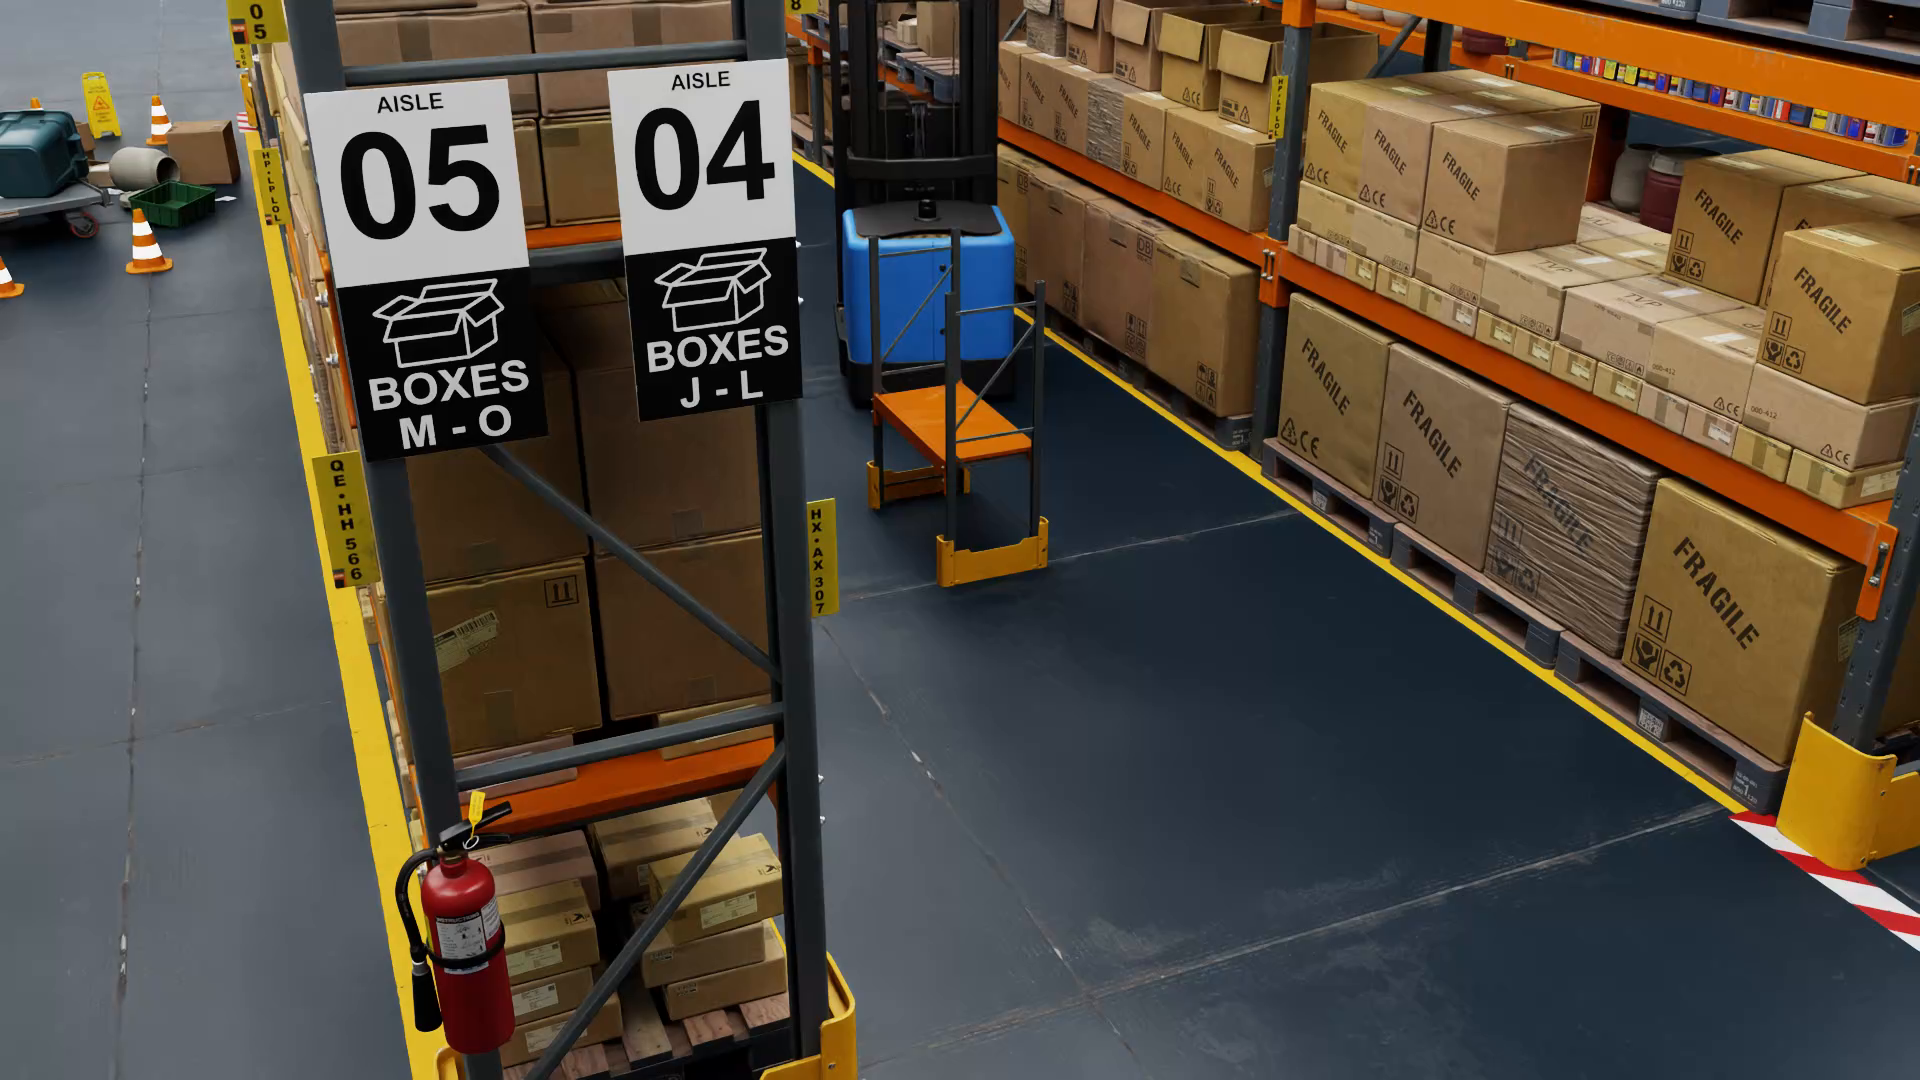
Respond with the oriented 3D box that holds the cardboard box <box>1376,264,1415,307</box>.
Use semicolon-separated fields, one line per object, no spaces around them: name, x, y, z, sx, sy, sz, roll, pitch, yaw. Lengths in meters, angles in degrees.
cardboard box;2.298;-1.287;8.253;0.380;0.149;0.250;-11;28;-22

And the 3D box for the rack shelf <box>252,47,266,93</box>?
rack shelf;-3.210;-2.915;8.703;1.077;0.370;4.000;-11;28;-21

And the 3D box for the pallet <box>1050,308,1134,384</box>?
pallet;1.324;-1.433;11.445;1.003;0.211;1.213;-11;28;-21

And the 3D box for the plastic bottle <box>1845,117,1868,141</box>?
plastic bottle;6.150;-2.882;11.367;0.061;0.283;0.133;-11;28;-21

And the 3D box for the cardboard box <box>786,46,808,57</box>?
cardboard box;-1.800;-5.058;18.061;0.500;0.500;0.500;-8;27;-16

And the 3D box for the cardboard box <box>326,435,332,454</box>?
cardboard box;-2.948;-0.404;8.529;0.500;0.500;0.500;-11;28;-22

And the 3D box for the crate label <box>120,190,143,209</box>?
crate label;-7.296;-3.021;14.781;0.250;0.136;0.298;13;29;24

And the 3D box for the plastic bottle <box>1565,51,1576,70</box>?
plastic bottle;5.060;-4.021;13.713;0.097;0.271;0.097;0;26;0

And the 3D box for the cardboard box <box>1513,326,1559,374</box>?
cardboard box;2.702;-0.871;7.401;0.380;0.149;0.250;-10;28;-20

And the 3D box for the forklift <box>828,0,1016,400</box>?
forklift;-0.321;-2.805;11.153;1.130;2.935;3.031;-3;26;-6

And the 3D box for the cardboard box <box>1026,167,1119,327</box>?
cardboard box;1.203;-2.100;11.575;1.225;0.875;0.875;-10;28;-20

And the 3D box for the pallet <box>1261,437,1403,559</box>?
pallet;2.402;-0.321;9.167;1.003;0.211;1.213;-11;28;-21

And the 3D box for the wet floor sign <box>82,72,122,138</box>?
wet floor sign;-8.959;-4.541;17.315;0.267;0.644;0.232;-16;30;-29

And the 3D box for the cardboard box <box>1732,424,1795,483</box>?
cardboard box;3.197;-0.359;6.352;0.380;0.149;0.250;-10;28;-20

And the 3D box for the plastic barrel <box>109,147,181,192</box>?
plastic barrel;-7.415;-3.349;15.127;0.512;0.421;0.421;8;27;15

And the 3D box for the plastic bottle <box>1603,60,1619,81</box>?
plastic bottle;5.231;-3.829;13.306;0.061;0.283;0.133;-11;28;-21

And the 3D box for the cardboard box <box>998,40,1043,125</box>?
cardboard box;0.550;-3.311;11.999;0.500;0.500;0.500;-10;28;-19

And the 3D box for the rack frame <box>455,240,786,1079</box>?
rack frame;-0.857;0.531;4.243;0.949;2.616;0.053;-11;28;-21

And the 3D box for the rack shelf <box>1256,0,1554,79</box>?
rack shelf;4.384;-4.844;16.073;1.077;0.370;4.000;-11;28;-21

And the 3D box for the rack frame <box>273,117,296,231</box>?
rack frame;-2.427;-1.083;7.549;1.000;3.000;0.127;-11;28;-21

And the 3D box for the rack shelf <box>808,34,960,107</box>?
rack shelf;-0.173;-3.993;14.330;1.077;0.370;4.000;-11;28;-21

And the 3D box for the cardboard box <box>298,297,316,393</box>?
cardboard box;-3.751;-1.231;10.224;0.500;0.500;0.500;-10;28;-20

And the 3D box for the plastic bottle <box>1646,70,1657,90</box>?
plastic bottle;5.422;-3.648;12.949;0.097;0.271;0.097;0;26;0

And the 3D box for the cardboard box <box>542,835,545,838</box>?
cardboard box;-1.535;1.117;5.475;0.380;0.149;0.250;-12;28;-23

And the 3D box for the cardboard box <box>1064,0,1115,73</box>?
cardboard box;1.134;-3.443;11.126;0.797;0.503;0.637;-10;28;-19

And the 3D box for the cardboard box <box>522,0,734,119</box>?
cardboard box;-0.797;-1.199;3.970;0.500;0.250;0.500;-10;28;-20

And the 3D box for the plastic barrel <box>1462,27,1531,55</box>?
plastic barrel;4.707;-4.557;14.509;0.600;0.536;0.708;-11;28;-21

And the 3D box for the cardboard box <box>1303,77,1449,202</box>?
cardboard box;2.129;-2.060;8.528;0.500;0.500;0.500;-11;28;-21

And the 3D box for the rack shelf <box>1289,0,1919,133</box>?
rack shelf;2.960;-2.112;7.057;1.077;0.370;4.000;-11;28;-21

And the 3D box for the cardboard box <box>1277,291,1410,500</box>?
cardboard box;2.362;-0.848;9.011;0.875;0.875;0.875;-11;28;-21

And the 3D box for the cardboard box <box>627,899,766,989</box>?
cardboard box;-0.829;1.235;5.234;0.380;0.149;0.250;-9;28;-18

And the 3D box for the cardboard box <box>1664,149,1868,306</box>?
cardboard box;3.399;-1.333;7.038;0.500;0.500;0.500;-11;28;-22

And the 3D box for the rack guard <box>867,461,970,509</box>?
rack guard;-0.225;-0.344;9.170;0.587;0.250;0.087;-11;28;-21

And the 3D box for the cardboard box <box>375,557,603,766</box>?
cardboard box;-1.273;0.216;4.436;0.500;0.500;0.500;-10;28;-20

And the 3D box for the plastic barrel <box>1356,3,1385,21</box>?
plastic barrel;4.061;-5.316;16.064;0.433;0.535;0.433;0;26;0

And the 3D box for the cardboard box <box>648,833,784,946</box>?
cardboard box;-0.753;1.087;5.197;0.380;0.149;0.250;-12;28;-23

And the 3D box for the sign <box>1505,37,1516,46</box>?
sign;4.664;-4.336;14.026;0.100;0.325;0.005;-11;28;-21

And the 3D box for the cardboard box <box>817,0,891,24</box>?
cardboard box;-0.774;-5.237;14.896;1.000;1.000;1.000;-10;28;-20

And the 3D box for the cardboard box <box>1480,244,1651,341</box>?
cardboard box;2.704;-1.116;7.448;0.500;0.250;0.500;-11;28;-21

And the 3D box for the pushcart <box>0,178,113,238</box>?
pushcart;-7.996;-2.655;13.757;1.648;0.377;0.936;-22;34;-38

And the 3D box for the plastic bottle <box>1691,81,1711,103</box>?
plastic bottle;5.642;-3.483;12.521;0.144;0.351;0.185;-11;28;-21

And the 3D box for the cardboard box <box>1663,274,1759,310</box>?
cardboard box;3.400;-0.998;7.208;0.500;0.250;0.500;-12;28;-22

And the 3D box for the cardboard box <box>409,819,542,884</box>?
cardboard box;-1.565;0.993;5.391;0.380;0.149;0.250;-11;28;-22

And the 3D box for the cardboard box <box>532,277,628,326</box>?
cardboard box;-0.995;-0.526;4.815;0.500;0.500;0.500;-10;28;-19

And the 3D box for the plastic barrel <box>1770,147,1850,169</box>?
plastic barrel;6.259;-2.500;12.364;0.600;0.901;0.708;-11;28;-21

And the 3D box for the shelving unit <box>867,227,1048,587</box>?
shelving unit;-0.030;-0.705;8.484;0.587;1.500;1.083;-11;28;-21

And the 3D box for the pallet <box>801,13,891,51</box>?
pallet;-0.791;-4.704;15.185;1.003;0.211;1.213;-11;28;-21

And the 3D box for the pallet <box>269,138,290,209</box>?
pallet;-3.616;-2.342;10.347;1.213;0.211;1.003;-11;28;-21

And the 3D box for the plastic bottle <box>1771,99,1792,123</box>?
plastic bottle;5.942;-3.144;11.913;0.152;0.276;0.135;-11;28;-21

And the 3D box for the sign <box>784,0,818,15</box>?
sign;-0.361;-1.302;3.583;0.100;0.325;0.005;-11;28;-21

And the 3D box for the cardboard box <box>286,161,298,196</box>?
cardboard box;-2.088;-1.071;5.933;0.500;0.500;0.500;-10;28;-20

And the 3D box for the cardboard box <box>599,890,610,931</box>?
cardboard box;-1.052;1.167;5.712;0.380;0.149;0.250;-10;28;-20
